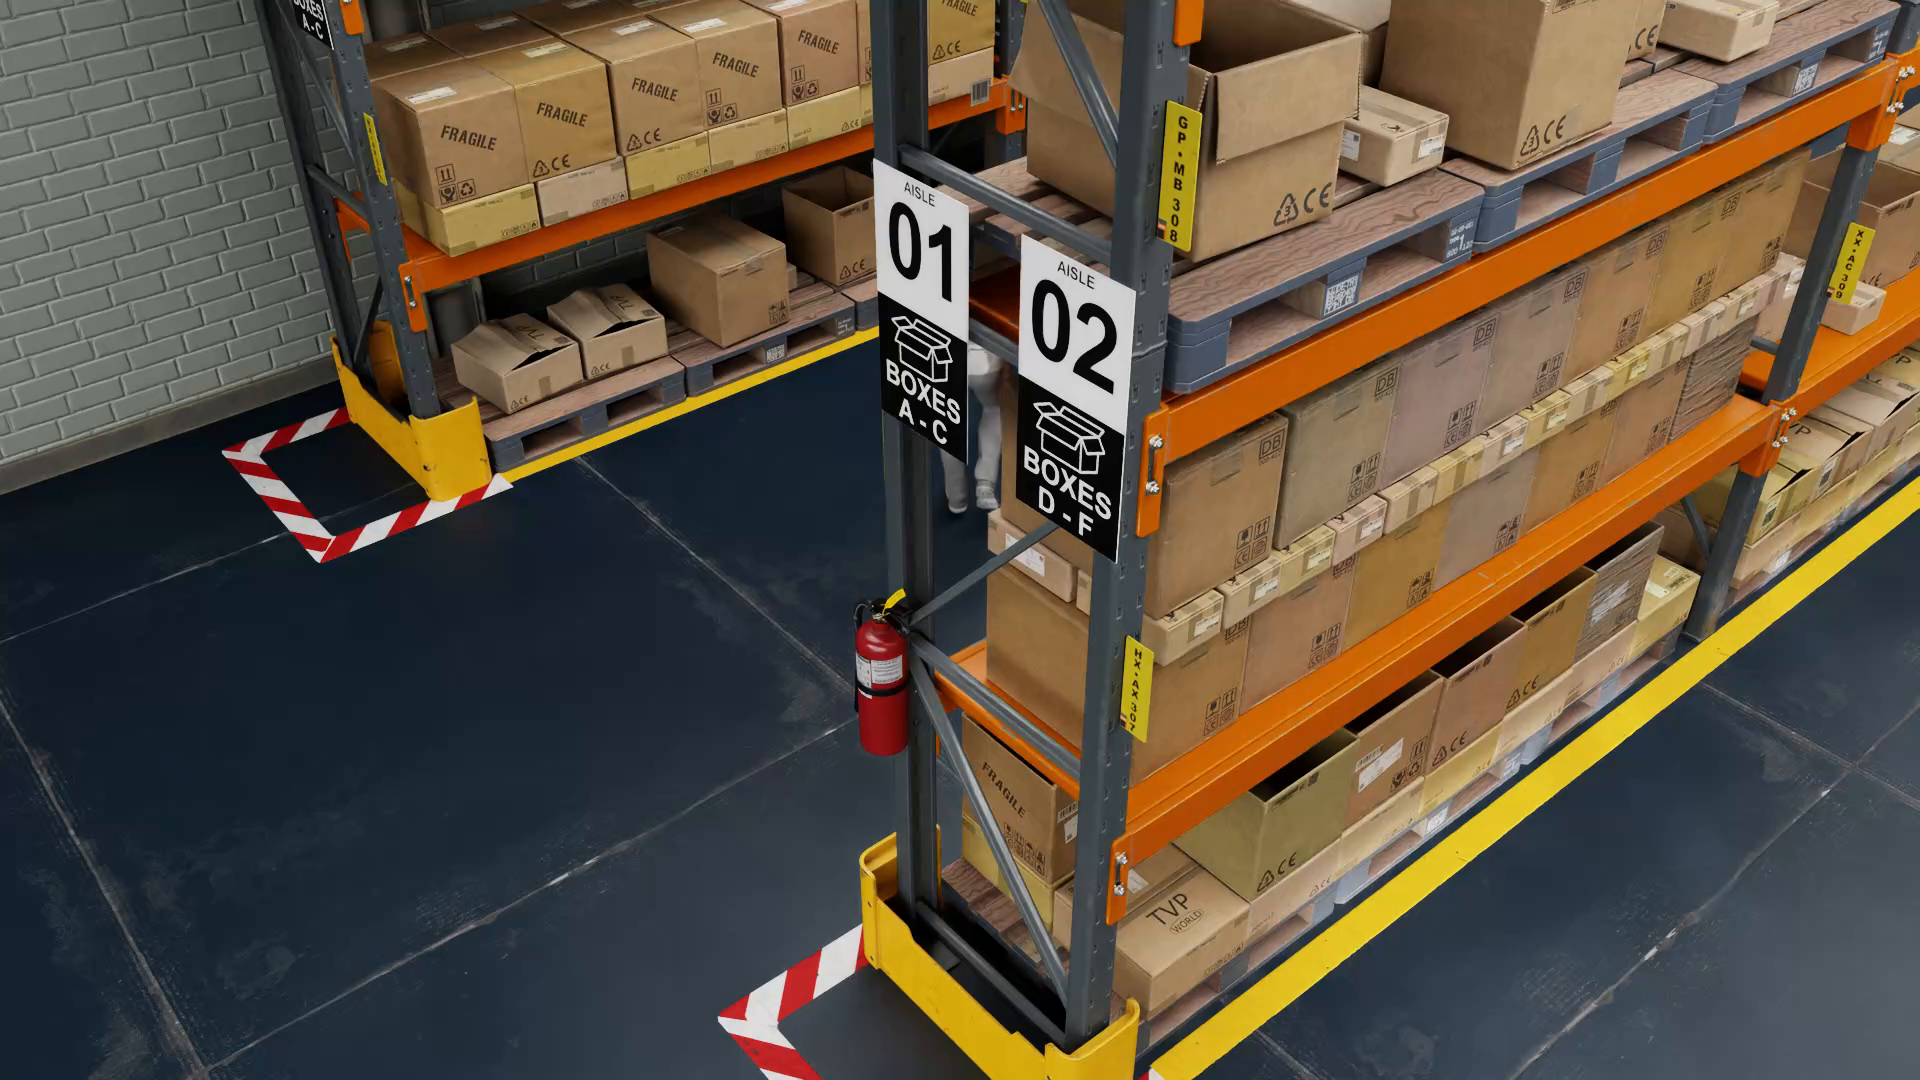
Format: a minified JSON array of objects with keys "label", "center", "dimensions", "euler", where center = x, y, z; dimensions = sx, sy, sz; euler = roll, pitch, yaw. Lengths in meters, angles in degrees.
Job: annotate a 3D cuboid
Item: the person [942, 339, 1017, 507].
[{"label":"person","center":[0.098,-1.010,8.458],"dimensions":[0.511,1.625,0.915],"euler":[10,37,13]}]
